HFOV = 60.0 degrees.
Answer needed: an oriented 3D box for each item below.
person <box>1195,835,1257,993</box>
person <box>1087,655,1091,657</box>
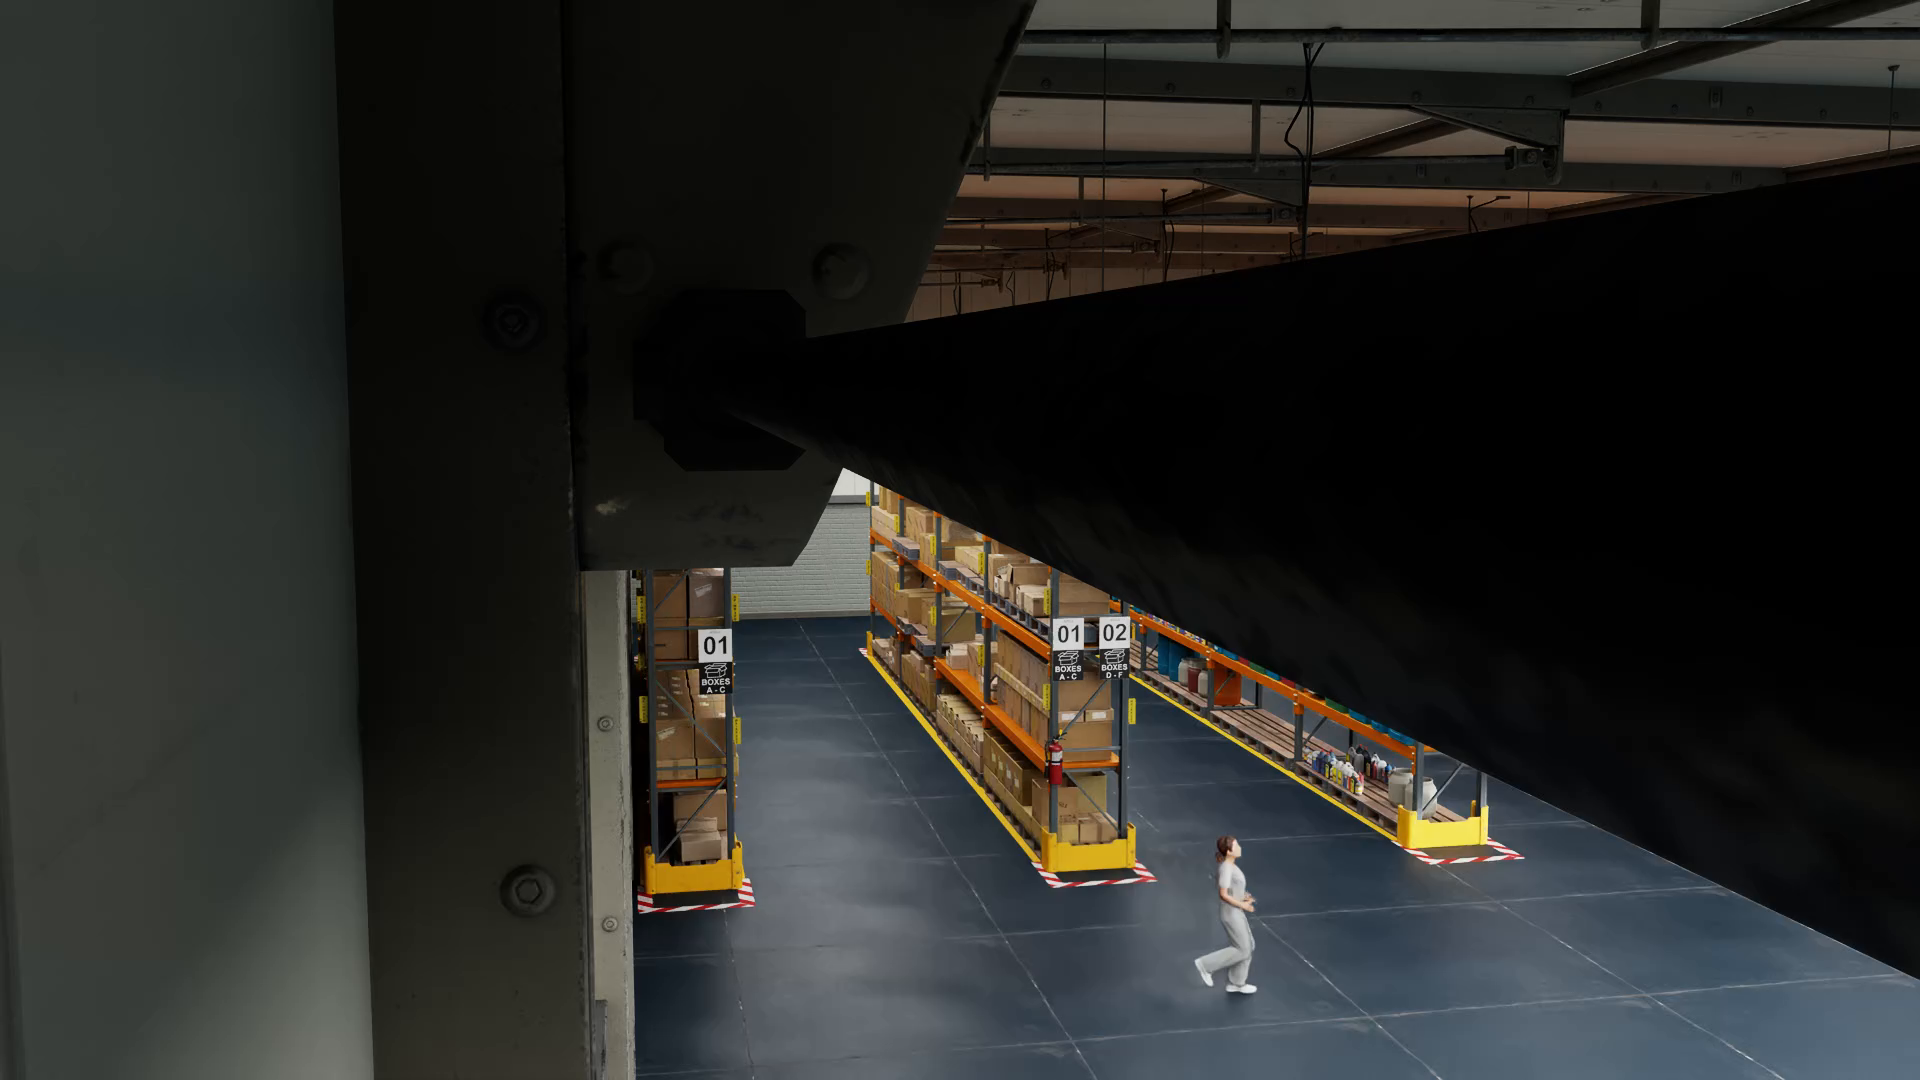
[{"bbox_3d":[2.694,3.771,16.794,0.625,1.619,0.564,1,6,7],"label":"person"},{"bbox_3d":[2.093,2.049,30.096,0.688,1.741,0.664,-2,6,-19],"label":"person"}]
